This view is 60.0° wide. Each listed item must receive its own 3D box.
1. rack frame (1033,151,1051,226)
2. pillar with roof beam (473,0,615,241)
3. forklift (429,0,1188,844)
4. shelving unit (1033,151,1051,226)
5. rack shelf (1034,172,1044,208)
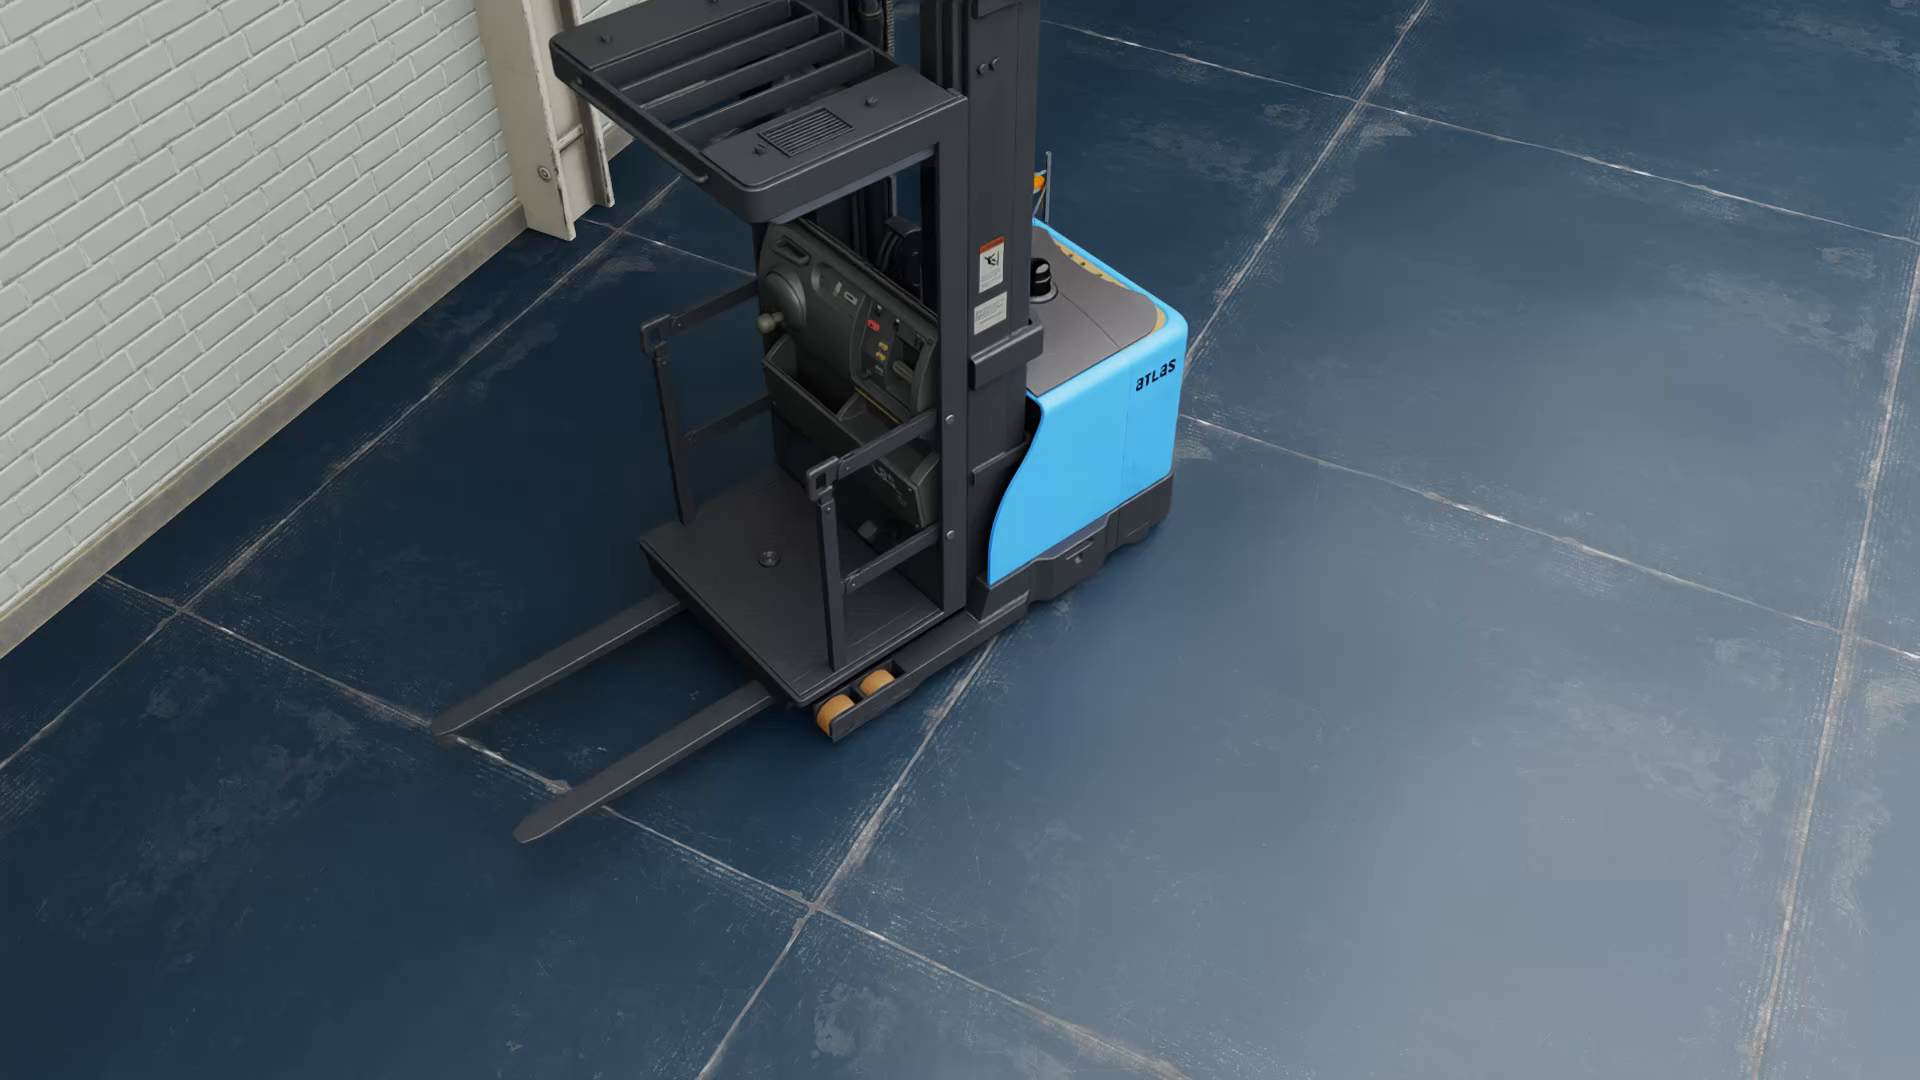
[{"bbox_3d":[0.283,-1.146,7.319,0.240,1.200,0.015,-30,52,-26],"label":"rack frame"},{"bbox_3d":[1.765,-3.453,4.116,9.100,9.000,0.400,20,49,19],"label":"pillar with roof beam"},{"bbox_3d":[-0.561,-0.707,5.668,3.031,2.935,1.130,-31,53,-27],"label":"forklift"},{"bbox_3d":[0.131,-1.282,7.453,0.258,1.200,0.503,-30,52,-26],"label":"shelving unit"},{"bbox_3d":[0.131,-1.558,7.174,0.258,0.148,0.480,-30,52,-26],"label":"rack shelf"}]
